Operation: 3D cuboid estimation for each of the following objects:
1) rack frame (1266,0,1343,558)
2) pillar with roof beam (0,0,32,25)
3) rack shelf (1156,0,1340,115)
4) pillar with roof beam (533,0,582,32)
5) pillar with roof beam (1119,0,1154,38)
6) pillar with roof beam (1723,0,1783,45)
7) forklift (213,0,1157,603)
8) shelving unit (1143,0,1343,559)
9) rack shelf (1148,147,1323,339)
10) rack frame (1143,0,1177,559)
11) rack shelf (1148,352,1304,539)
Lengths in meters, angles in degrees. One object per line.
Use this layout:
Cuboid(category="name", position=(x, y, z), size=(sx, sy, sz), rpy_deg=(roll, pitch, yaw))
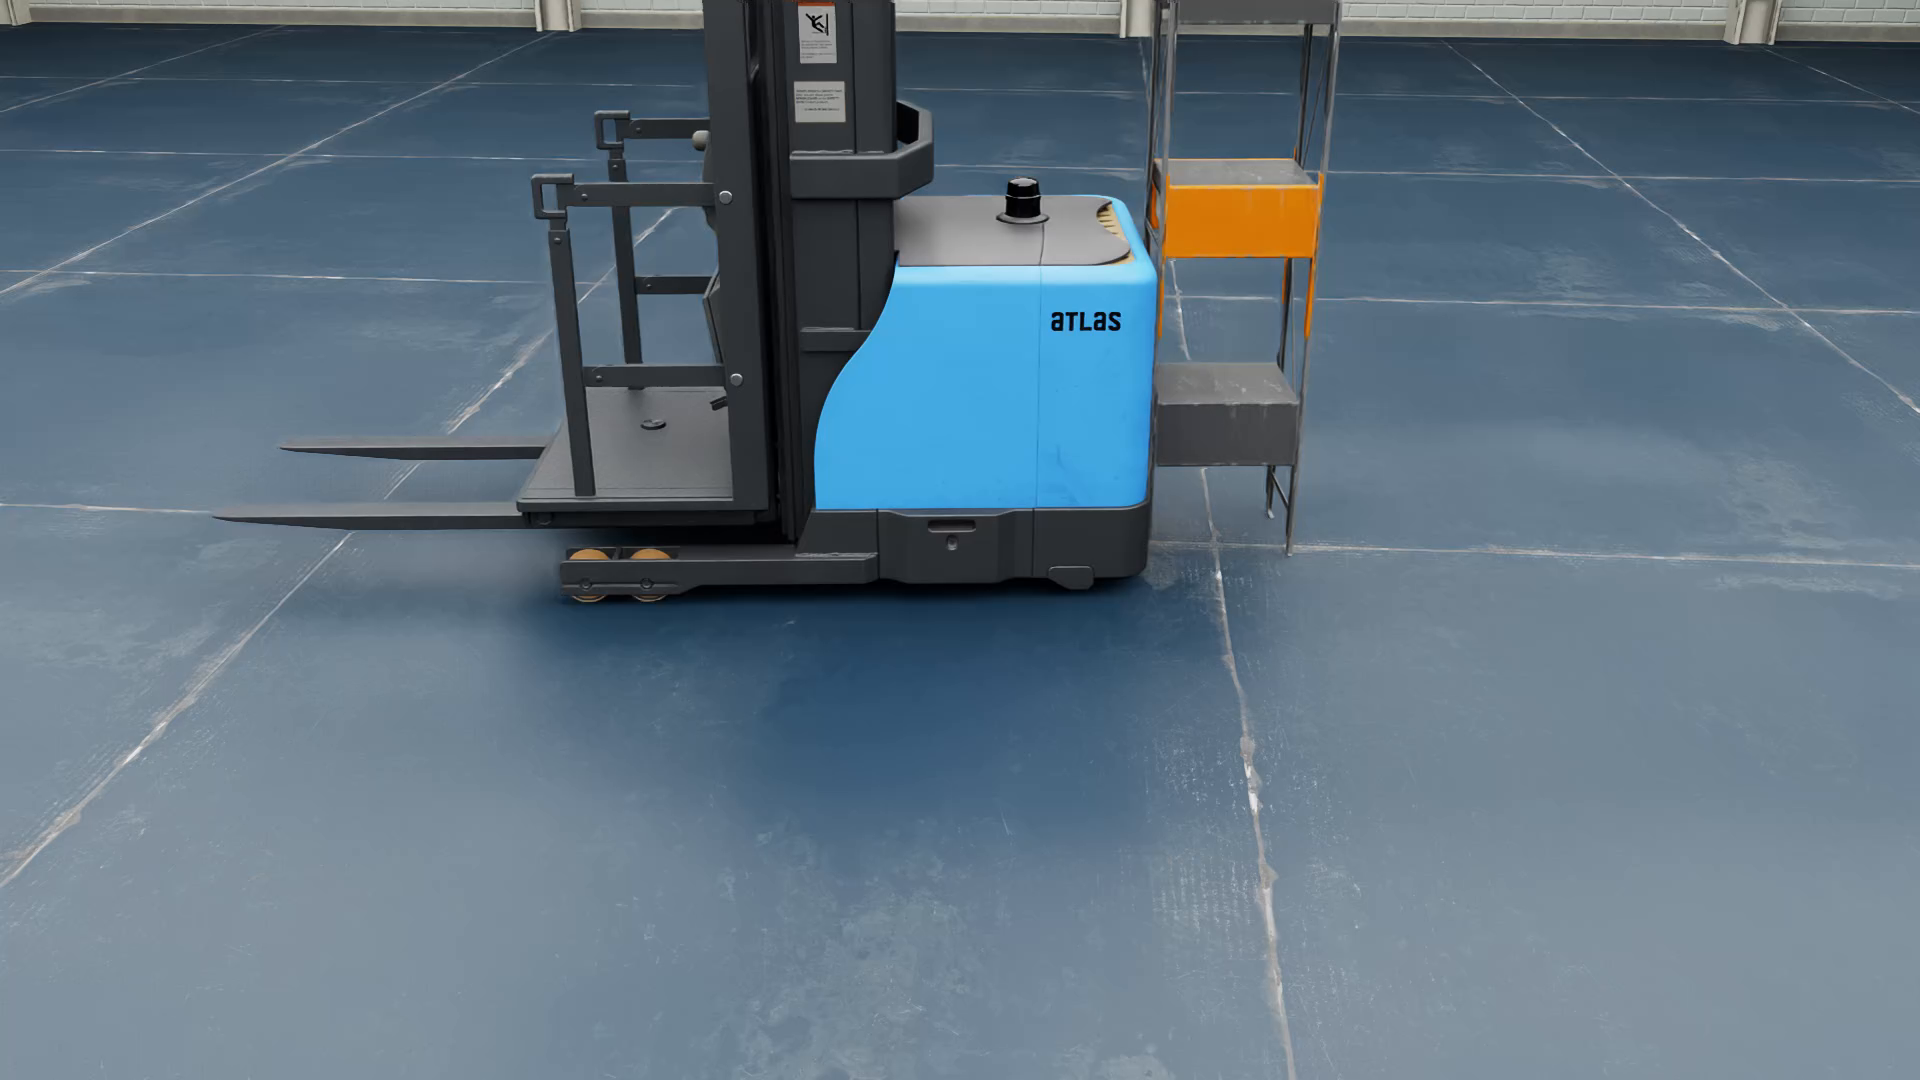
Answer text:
Cuboid(category="rack frame", position=(1.110, -0.976, 5.360), size=(0.015, 2.100, 0.400), rpy_deg=(0, 25, -1))
Cuboid(category="pillar with roof beam", position=(-10.475, -7.798, 11.932), size=(0.400, 9.000, 9.100), rpy_deg=(2, 25, 4))
Cuboid(category="rack shelf", position=(0.866, -1.598, 5.069), size=(0.480, 0.518, 0.431), rpy_deg=(0, 25, -1))
Cuboid(category="pillar with roof beam", position=(-4.493, -7.606, 11.515), size=(0.400, 9.000, 9.100), rpy_deg=(2, 25, 4))
Cuboid(category="pillar with roof beam", position=(1.489, -7.414, 11.098), size=(0.400, 9.000, 9.100), rpy_deg=(2, 25, 4))
Cuboid(category="pillar with roof beam", position=(7.472, -7.222, 10.681), size=(0.400, 9.000, 9.100), rpy_deg=(2, 25, 4))
Cuboid(category="forklift", position=(-0.914, -1.355, 5.189), size=(3.031, 2.935, 1.130), rpy_deg=(0, 25, -1))
Cuboid(category="shelving unit", position=(0.866, -0.975, 5.356), size=(0.503, 2.100, 0.431), rpy_deg=(0, 25, -1))
Cuboid(category="rack shelf", position=(0.866, -0.962, 5.362), size=(0.480, 0.518, 0.431), rpy_deg=(0, 25, -1))
Cuboid(category="rack frame", position=(0.622, -0.973, 5.352), size=(0.015, 2.100, 0.400), rpy_deg=(0, 25, -1))
Cuboid(category="rack shelf", position=(0.866, -0.326, 5.654), size=(0.480, 0.518, 0.431), rpy_deg=(0, 25, -1))
